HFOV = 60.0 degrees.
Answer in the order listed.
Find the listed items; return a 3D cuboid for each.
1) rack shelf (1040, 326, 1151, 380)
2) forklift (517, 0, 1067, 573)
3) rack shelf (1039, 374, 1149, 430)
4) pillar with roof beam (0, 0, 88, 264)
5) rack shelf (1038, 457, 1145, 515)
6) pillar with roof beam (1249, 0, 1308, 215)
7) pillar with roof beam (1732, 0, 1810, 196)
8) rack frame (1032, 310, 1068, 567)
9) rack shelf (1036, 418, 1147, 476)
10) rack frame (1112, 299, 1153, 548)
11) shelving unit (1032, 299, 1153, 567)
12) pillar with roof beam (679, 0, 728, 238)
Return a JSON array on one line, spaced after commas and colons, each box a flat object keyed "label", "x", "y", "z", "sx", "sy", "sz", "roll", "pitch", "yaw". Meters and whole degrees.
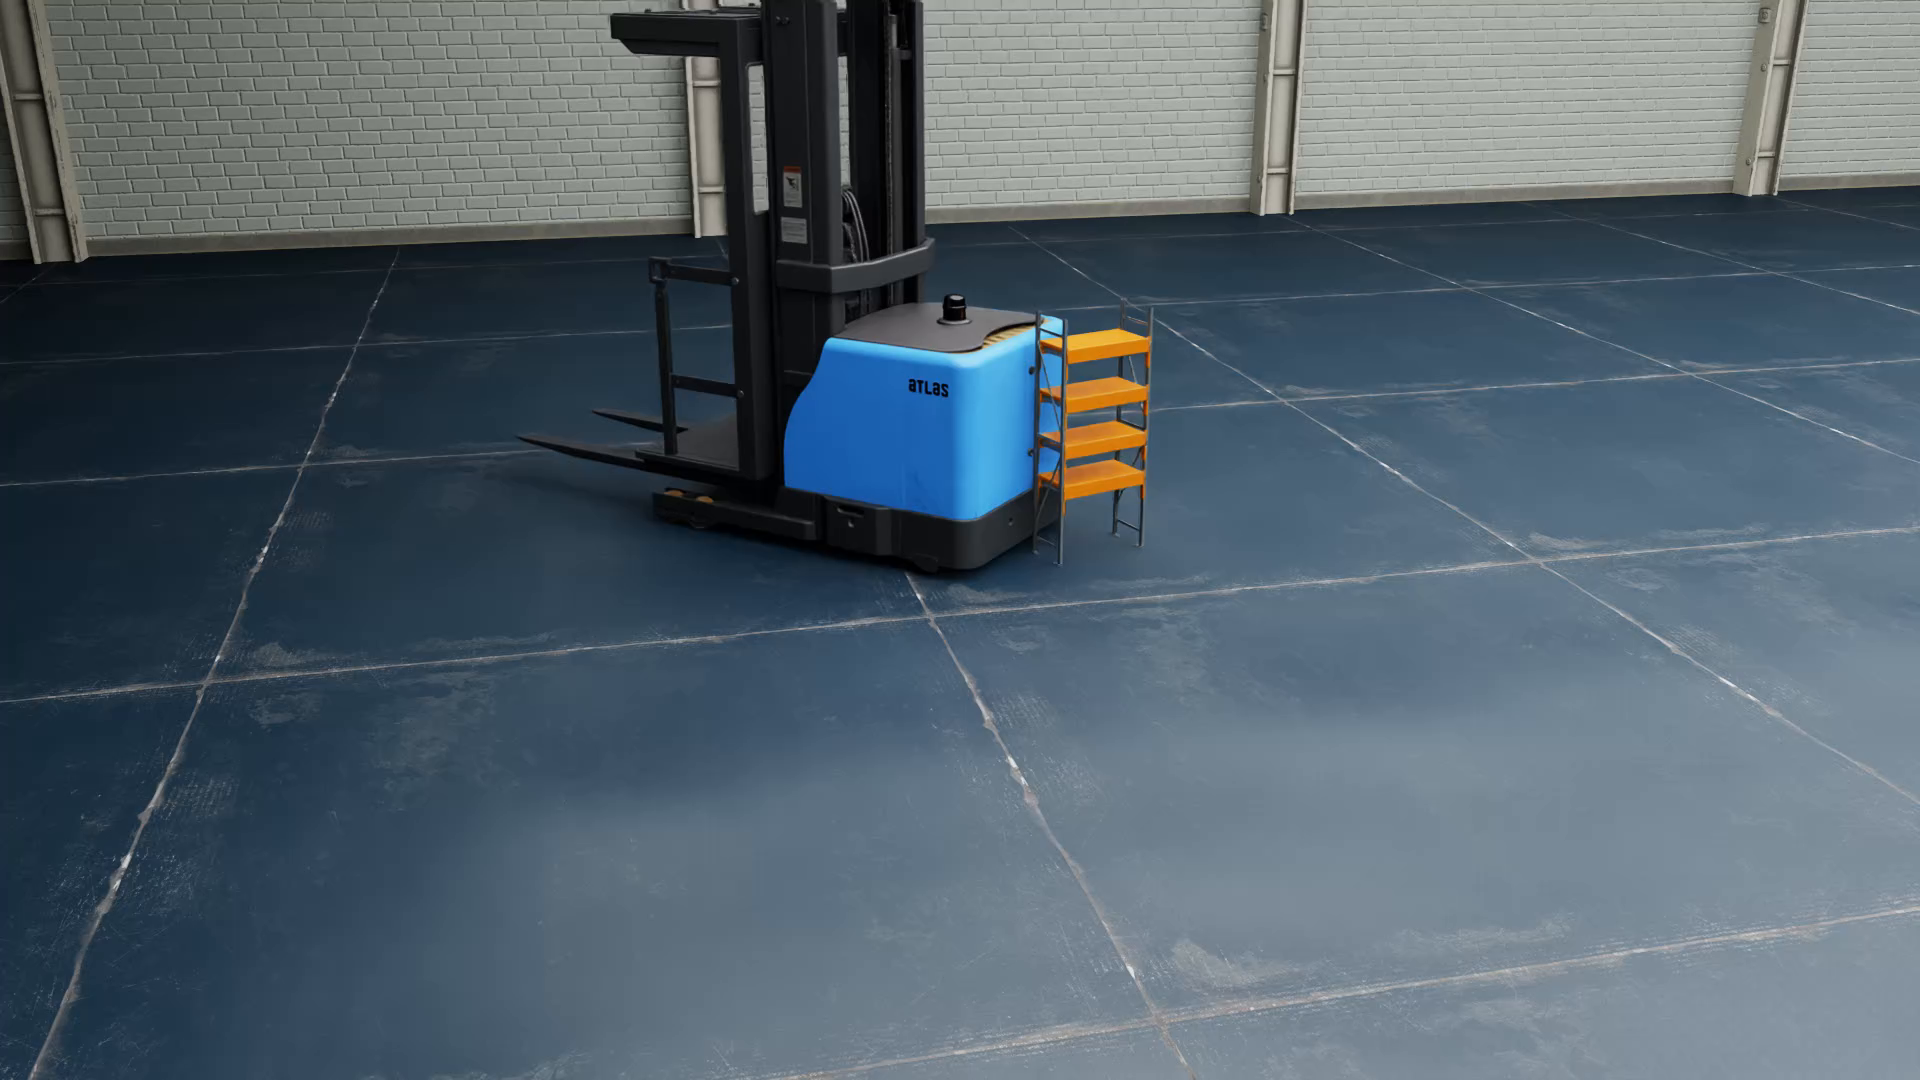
[{"label": "rack shelf", "x": 0.630, "y": -0.883, "z": 7.839, "sx": 0.480, "sy": 0.148, "sz": 0.258, "roll": -12, "pitch": 23, "yaw": -29}, {"label": "forklift", "x": -0.989, "y": -1.576, "z": 8.356, "sx": 3.031, "sy": 2.935, "sz": 1.130, "roll": 11, "pitch": 23, "yaw": 28}, {"label": "rack shelf", "x": 0.630, "y": -0.661, "z": 7.920, "sx": 0.480, "sy": 0.148, "sz": 0.258, "roll": -12, "pitch": 23, "yaw": -29}, {"label": "pillar with roof beam", "x": -7.322, "y": -5.377, "z": 9.909, "sx": 0.400, "sy": 9.000, "sz": 9.100, "roll": -5, "pitch": 21, "yaw": -12}, {"label": "rack shelf", "x": 0.630, "y": -0.265, "z": 8.066, "sx": 0.480, "sy": 0.148, "sz": 0.258, "roll": -12, "pitch": 23, "yaw": -29}, {"label": "pillar with roof beam", "x": 4.356, "y": -6.326, "z": 12.502, "sx": 0.400, "sy": 9.000, "sz": 9.100, "roll": -5, "pitch": 21, "yaw": -12}, {"label": "pillar with roof beam", "x": 10.195, "y": -6.801, "z": 13.799, "sx": 0.400, "sy": 9.000, "sz": 9.100, "roll": -5, "pitch": 21, "yaw": -12}, {"label": "rack frame", "x": 0.421, "y": -0.471, "z": 7.855, "sx": 0.015, "sy": 1.200, "sz": 0.240, "roll": -12, "pitch": 23, "yaw": -29}, {"label": "rack shelf", "x": 0.630, "y": -0.451, "z": 7.997, "sx": 0.480, "sy": 0.148, "sz": 0.258, "roll": -12, "pitch": 23, "yaw": -29}, {"label": "rack frame", "x": 0.838, "y": -0.558, "z": 8.094, "sx": 0.015, "sy": 1.200, "sz": 0.240, "roll": -12, "pitch": 23, "yaw": -29}, {"label": "shelving unit", "x": 0.630, "y": -0.514, "z": 7.974, "sx": 0.503, "sy": 1.200, "sz": 0.258, "roll": -12, "pitch": 23, "yaw": -29}, {"label": "pillar with roof beam", "x": -1.483, "y": -5.852, "z": 11.206, "sx": 0.400, "sy": 9.000, "sz": 9.100, "roll": -5, "pitch": 21, "yaw": -12}]
